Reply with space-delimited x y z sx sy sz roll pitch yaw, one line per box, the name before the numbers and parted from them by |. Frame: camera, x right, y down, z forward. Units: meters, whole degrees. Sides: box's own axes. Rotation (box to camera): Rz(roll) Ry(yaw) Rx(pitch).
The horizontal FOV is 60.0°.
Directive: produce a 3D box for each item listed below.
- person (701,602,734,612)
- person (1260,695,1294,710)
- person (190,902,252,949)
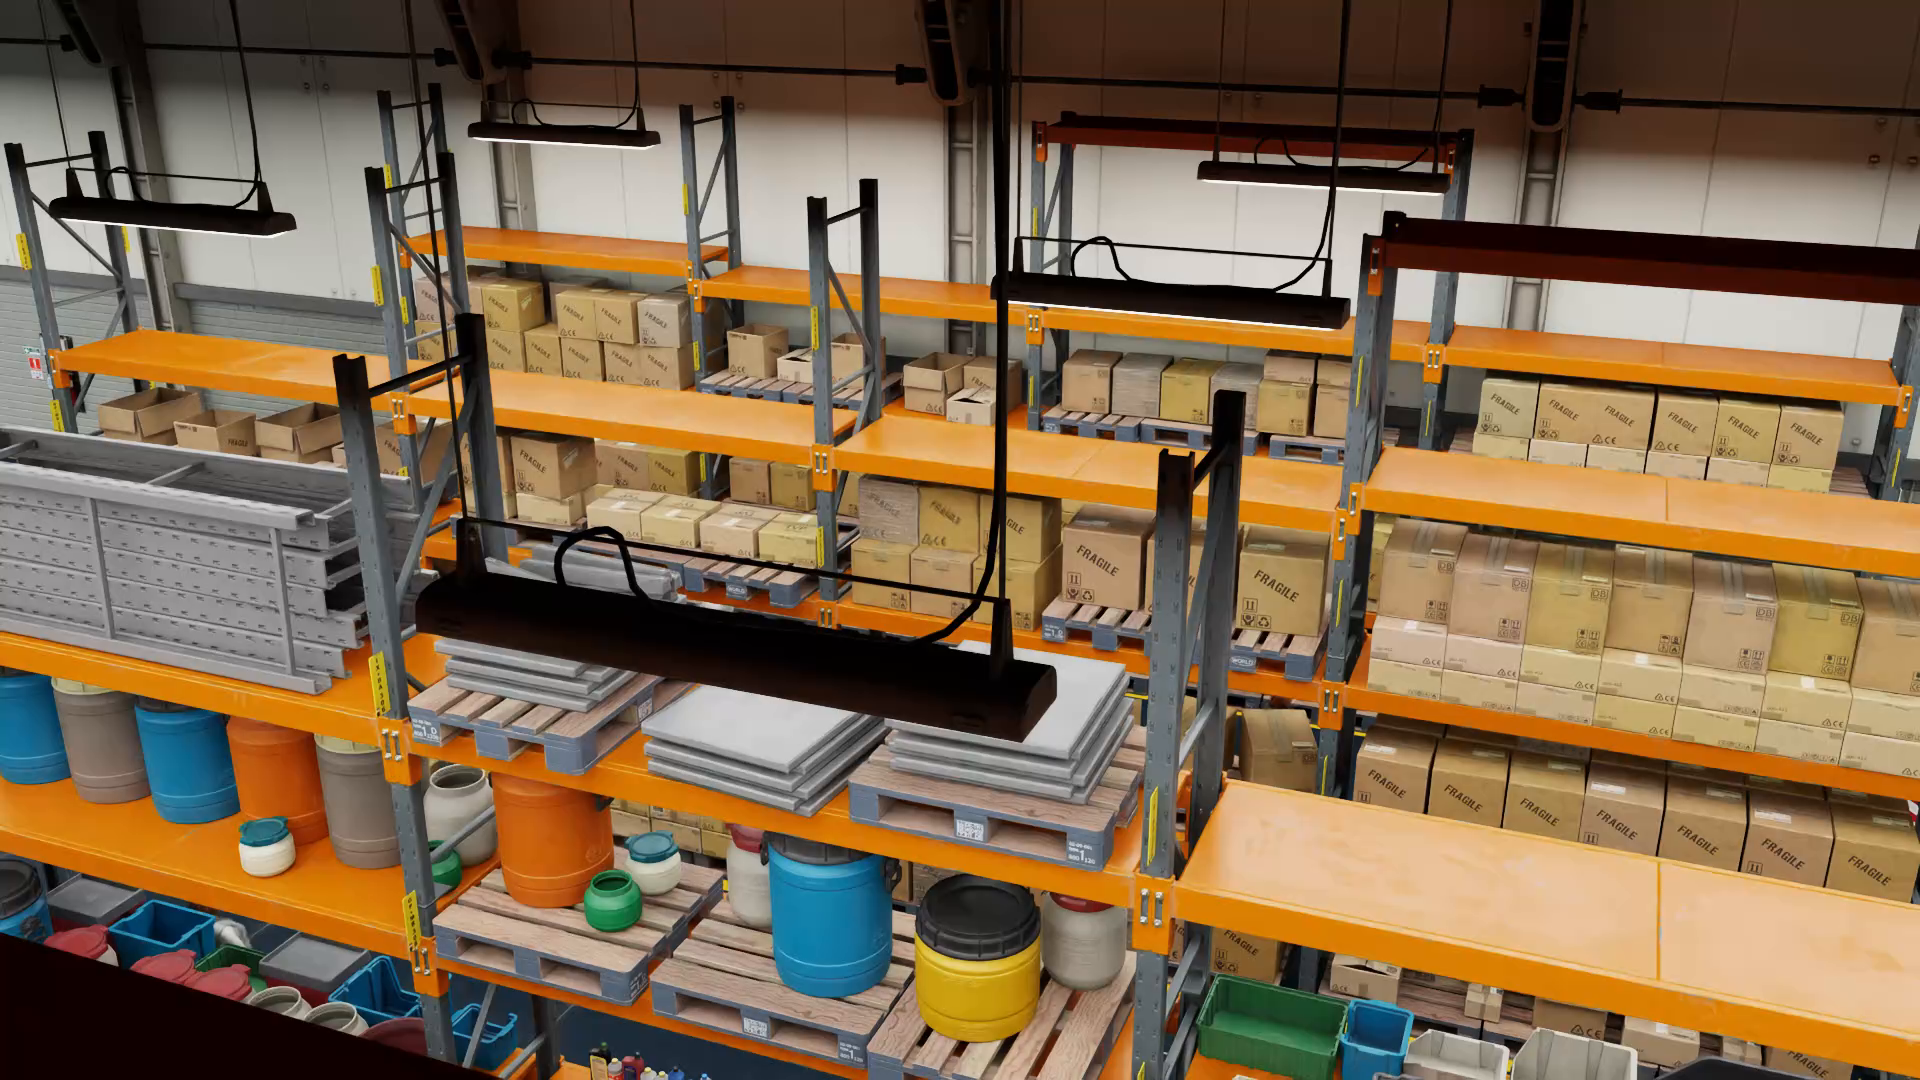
person | -2.514 1.049 17.243 0.774 1.765 0.665 5 21 13
person | 2.730 2.010 14.719 0.570 1.721 0.502 -19 28 -41
person | -5.200 3.141 11.918 0.520 1.543 0.815 5 21 13
